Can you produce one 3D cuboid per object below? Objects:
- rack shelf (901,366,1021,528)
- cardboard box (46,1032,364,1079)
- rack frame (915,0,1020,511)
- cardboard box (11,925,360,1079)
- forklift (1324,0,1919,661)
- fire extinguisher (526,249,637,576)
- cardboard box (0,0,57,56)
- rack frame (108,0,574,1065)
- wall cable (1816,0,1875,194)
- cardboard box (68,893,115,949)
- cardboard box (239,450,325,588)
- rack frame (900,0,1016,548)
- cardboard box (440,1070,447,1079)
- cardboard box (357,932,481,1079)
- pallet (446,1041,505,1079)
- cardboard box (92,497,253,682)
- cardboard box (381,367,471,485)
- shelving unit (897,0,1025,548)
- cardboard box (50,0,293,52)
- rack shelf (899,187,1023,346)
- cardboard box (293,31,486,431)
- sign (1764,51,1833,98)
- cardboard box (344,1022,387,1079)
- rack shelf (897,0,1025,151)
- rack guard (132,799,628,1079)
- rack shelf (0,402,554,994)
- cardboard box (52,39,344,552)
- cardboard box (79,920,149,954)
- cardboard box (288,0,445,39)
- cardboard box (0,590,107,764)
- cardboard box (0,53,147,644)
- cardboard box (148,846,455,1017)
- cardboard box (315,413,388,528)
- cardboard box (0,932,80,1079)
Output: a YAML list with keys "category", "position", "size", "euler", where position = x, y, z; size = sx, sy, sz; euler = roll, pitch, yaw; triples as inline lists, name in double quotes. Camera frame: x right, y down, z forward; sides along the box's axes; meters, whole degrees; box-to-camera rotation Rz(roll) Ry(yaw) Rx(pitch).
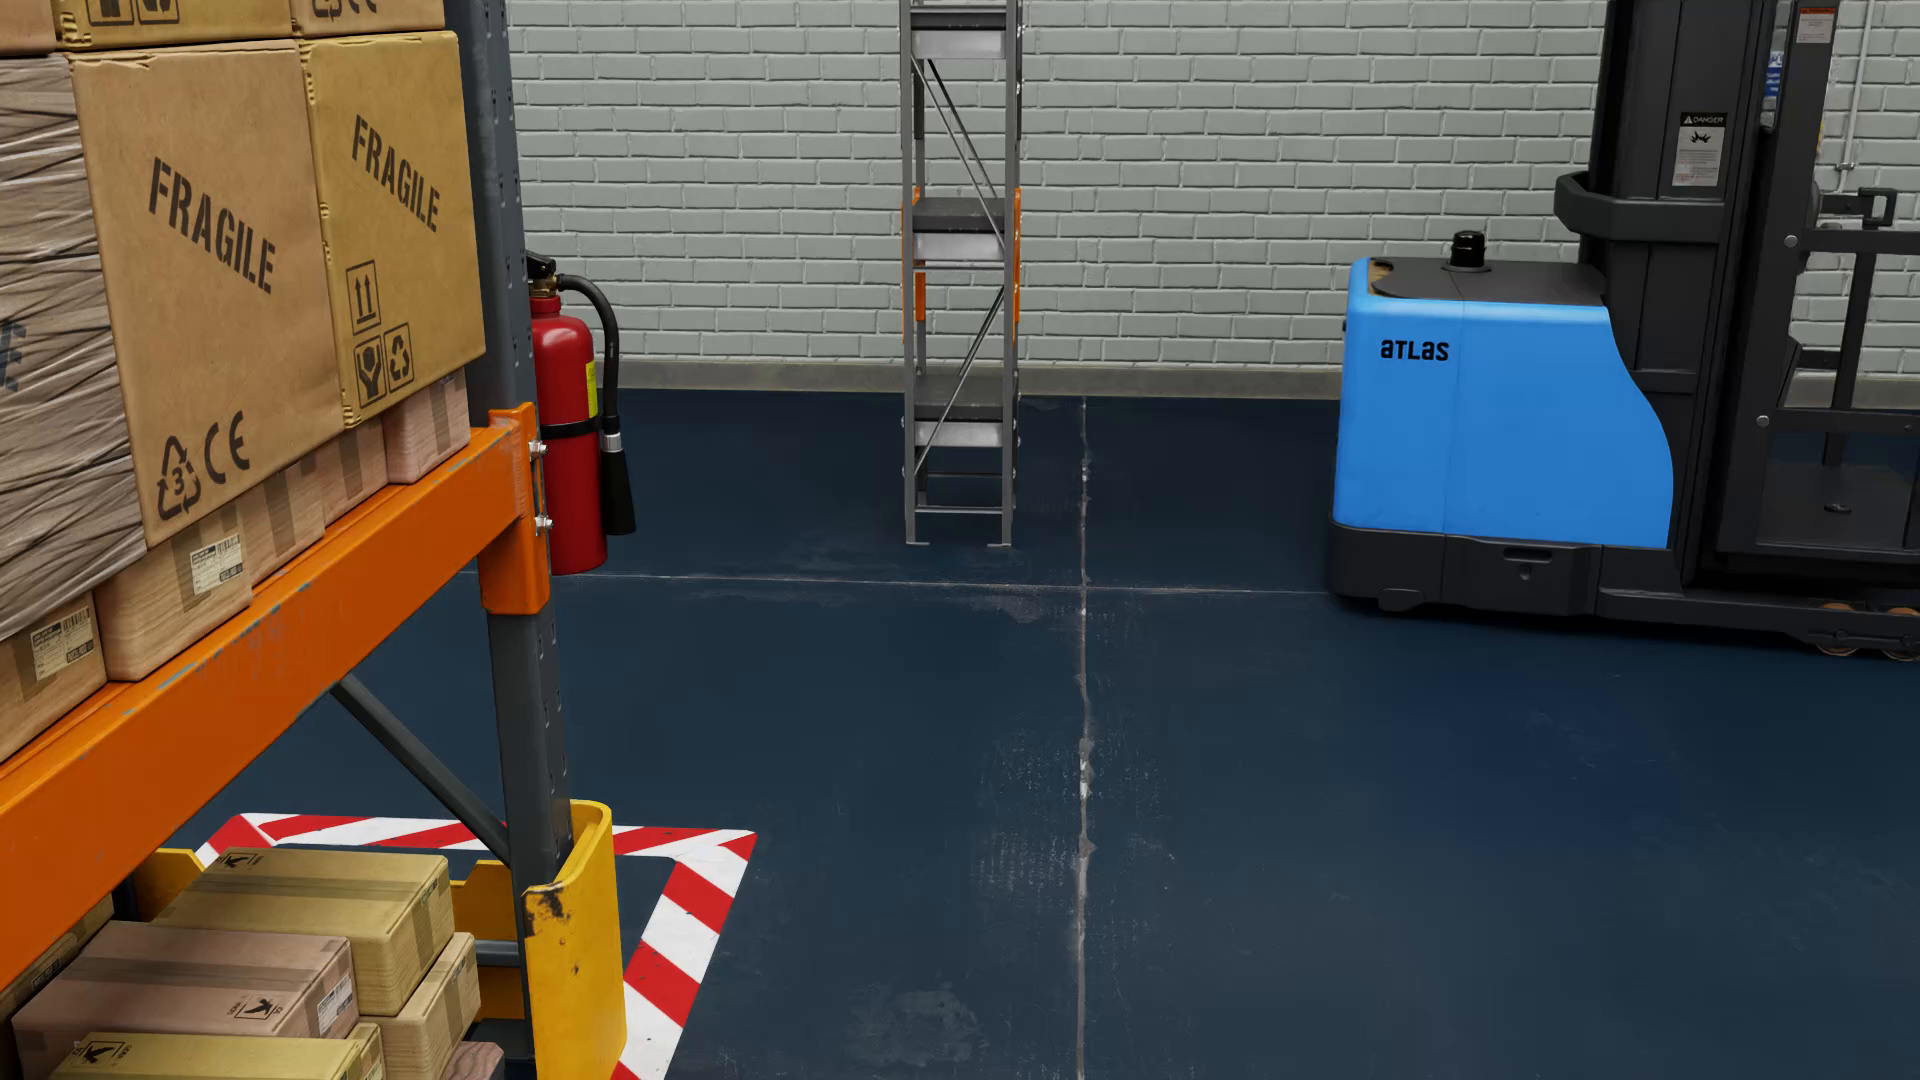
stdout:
- category: "rack shelf"
  position: [0.012, -0.371, 6.475]
  size: [0.431, 0.518, 0.480]
  euler: [1, 18, 4]
- category: "cardboard box"
  position: [-1.009, 0.781, 2.171]
  size: [0.380, 0.149, 0.250]
  euler: [1, 18, 3]
- category: "rack frame"
  position: [0.029, -1.125, 6.484]
  size: [0.400, 2.100, 0.015]
  euler: [1, 18, 4]
- category: "cardboard box"
  position: [-1.118, 0.698, 2.425]
  size: [0.380, 0.149, 0.250]
  euler: [2, 18, 5]
- category: "forklift"
  position: [2.824, -1.192, 5.353]
  size: [3.031, 2.935, 1.130]
  euler: [4, 19, 12]
- category: "fire extinguisher"
  position: [-0.779, -0.276, 3.170]
  size: [0.296, 0.674, 0.183]
  euler: [1, 18, 4]
- category: "cardboard box"
  position: [-1.106, -0.619, 1.250]
  size: [0.500, 0.500, 0.500]
  euler: [2, 18, 7]
- category: "rack frame"
  position: [-1.257, -0.422, 2.892]
  size: [1.000, 3.000, 0.127]
  euler: [1, 18, 4]
- category: "wall cable"
  position: [4.068, -2.592, 7.834]
  size: [0.585, 1.953, 0.123]
  euler: [1, 18, 4]
- category: "cardboard box"
  position: [-1.634, 0.606, 2.705]
  size: [0.380, 0.149, 0.250]
  euler: [0, 18, 1]
- category: "cardboard box"
  position: [-1.057, -0.040, 2.131]
  size: [0.380, 0.149, 0.250]
  euler: [1, 18, 3]
- category: "rack frame"
  position: [-0.006, -0.973, 6.022]
  size: [0.400, 2.100, 0.015]
  euler: [1, 18, 4]
- category: "cardboard box"
  position: [-1.087, 0.902, 2.758]
  size: [0.380, 0.149, 0.250]
  euler: [2, 18, 5]
- category: "cardboard box"
  position: [-1.010, 0.763, 2.705]
  size: [0.380, 0.149, 0.250]
  euler: [1, 18, 2]
- category: "pallet"
  position: [-1.356, 1.179, 2.487]
  size: [1.003, 0.211, 1.213]
  euler: [1, 18, 4]
- category: "cardboard box"
  position: [-1.052, 0.040, 1.888]
  size: [0.380, 0.149, 0.250]
  euler: [2, 18, 5]
- category: "cardboard box"
  position: [-0.999, -0.195, 2.603]
  size: [0.380, 0.149, 0.250]
  euler: [1, 18, 4]
- category: "shelving unit"
  position: [0.012, -1.049, 6.253]
  size: [0.431, 2.100, 0.503]
  euler: [1, 18, 4]
- category: "cardboard box"
  position: [-1.078, -0.781, 1.744]
  size: [0.500, 0.500, 0.500]
  euler: [1, 18, 2]
- category: "rack shelf"
  position: [0.012, -1.036, 6.257]
  size: [0.431, 0.518, 0.480]
  euler: [1, 18, 4]
- category: "cardboard box"
  position: [-1.033, -0.465, 2.387]
  size: [0.500, 0.500, 0.500]
  euler: [2, 18, 5]
- category: "sign"
  position: [4.025, -2.243, 8.016]
  size: [0.327, 0.218, 0.001]
  euler: [1, 18, 4]
- category: "cardboard box"
  position: [-1.083, 0.843, 2.461]
  size: [0.380, 0.149, 0.250]
  euler: [1, 18, 3]
- category: "rack shelf"
  position: [0.012, -1.701, 6.039]
  size: [0.431, 0.518, 0.480]
  euler: [1, 18, 4]
- category: "rack guard"
  position: [-1.263, 0.790, 3.210]
  size: [1.175, 0.500, 0.348]
  euler: [1, 18, 4]
- category: "rack shelf"
  position: [-1.400, 0.541, 1.109]
  size: [1.077, 0.370, 4.000]
  euler: [1, 18, 4]
- category: "cardboard box"
  position: [-1.075, -0.305, 1.899]
  size: [0.500, 0.500, 0.500]
  euler: [1, 18, 3]
- category: "cardboard box"
  position: [-1.551, 0.749, 2.745]
  size: [0.380, 0.149, 0.250]
  euler: [2, 18, 6]
- category: "cardboard box"
  position: [-1.042, -0.938, 2.224]
  size: [0.500, 0.500, 0.500]
  euler: [1, 18, 3]
- category: "cardboard box"
  position: [-1.100, 0.121, 1.640]
  size: [0.380, 0.149, 0.250]
  euler: [0, 18, 1]
- category: "cardboard box"
  position: [-1.101, -0.148, 1.418]
  size: [0.500, 0.500, 0.500]
  euler: [1, 18, 4]
- category: "cardboard box"
  position: [-1.042, 0.621, 2.659]
  size: [0.380, 0.149, 0.250]
  euler: [1, 18, 5]
- category: "cardboard box"
  position: [-1.054, -0.118, 2.370]
  size: [0.380, 0.149, 0.250]
  euler: [1, 18, 4]
- category: "cardboard box"
  position: [-1.533, 0.694, 2.435]
  size: [0.380, 0.149, 0.250]
  euler: [2, 18, 5]
